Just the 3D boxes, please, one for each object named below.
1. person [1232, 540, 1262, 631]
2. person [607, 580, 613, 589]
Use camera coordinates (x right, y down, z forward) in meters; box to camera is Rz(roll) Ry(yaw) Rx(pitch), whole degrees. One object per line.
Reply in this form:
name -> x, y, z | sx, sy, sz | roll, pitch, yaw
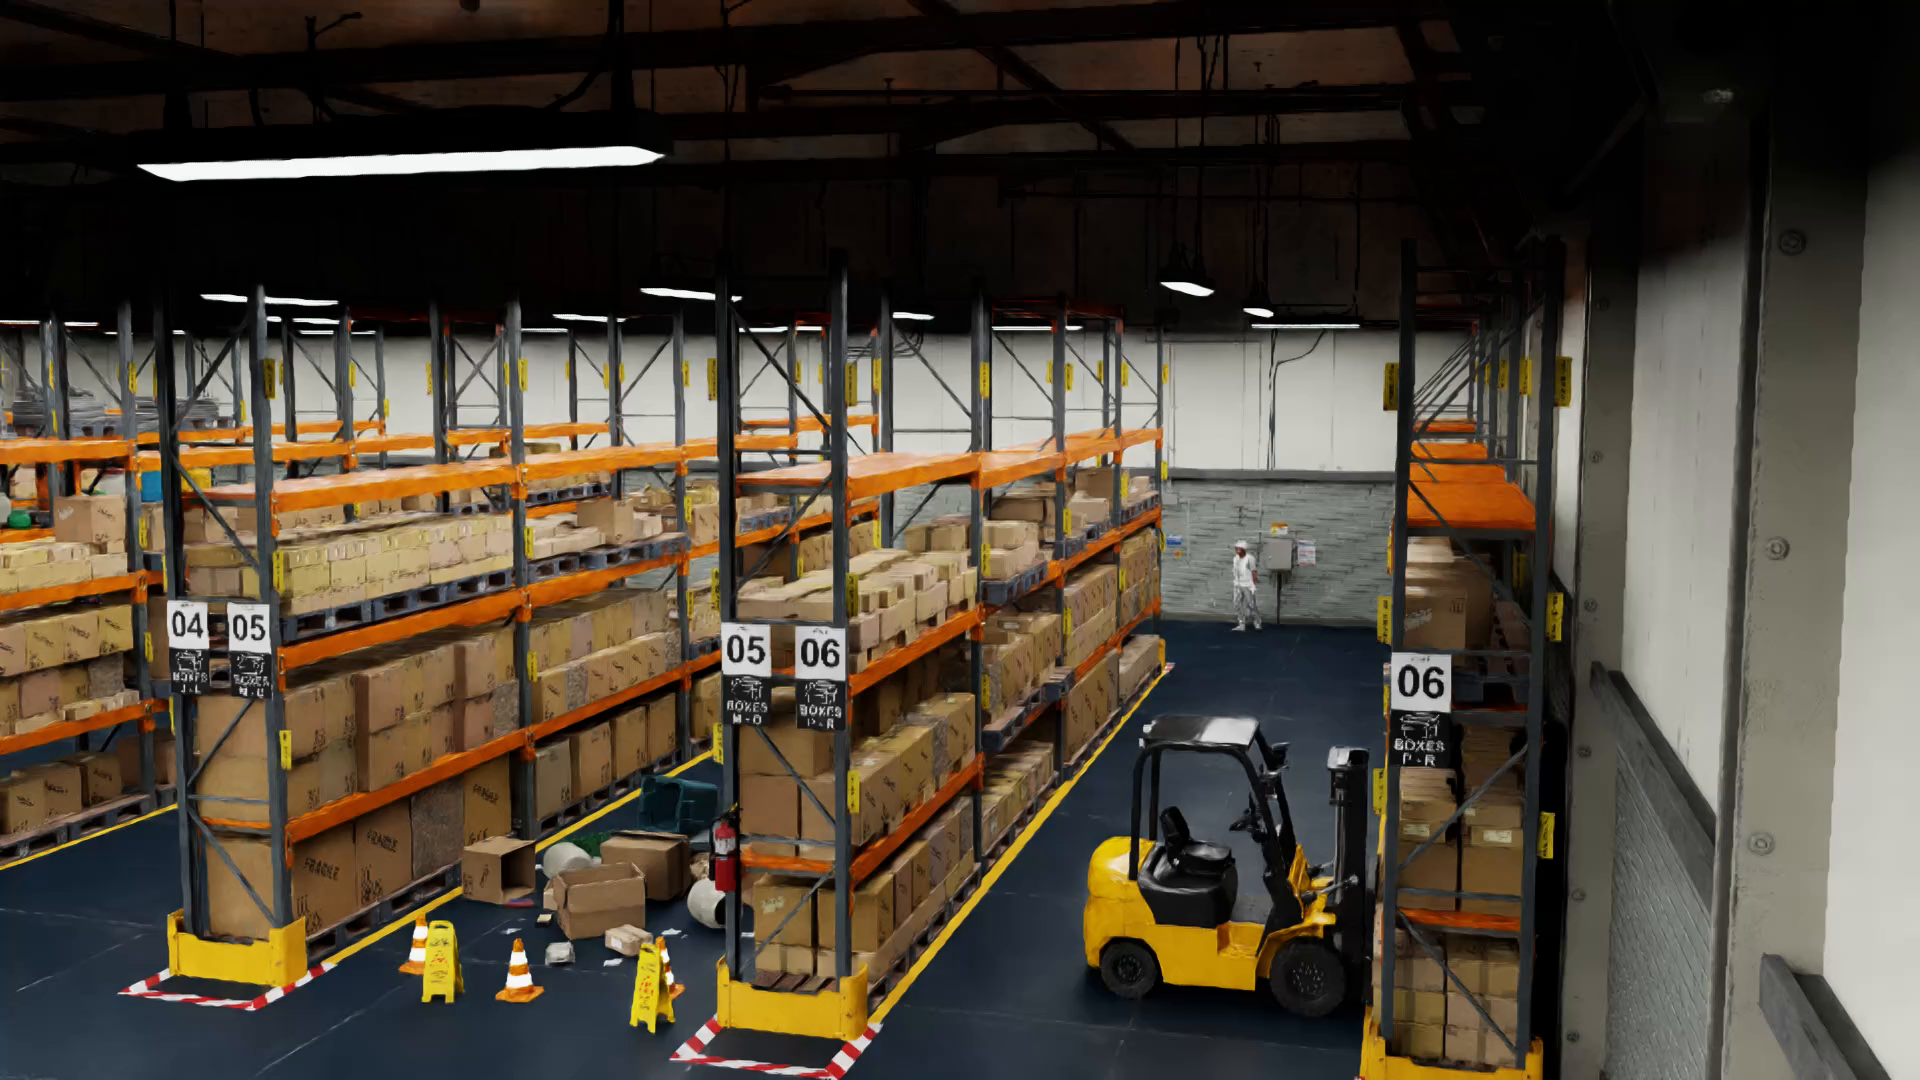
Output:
person -> 5.558, 0.881, 32.244 | 0.574, 1.772, 0.588 | -5, 8, -38
person -> -5.767, 1.307, 28.244 | 0.444, 1.725, 0.581 | -2, 6, -15
